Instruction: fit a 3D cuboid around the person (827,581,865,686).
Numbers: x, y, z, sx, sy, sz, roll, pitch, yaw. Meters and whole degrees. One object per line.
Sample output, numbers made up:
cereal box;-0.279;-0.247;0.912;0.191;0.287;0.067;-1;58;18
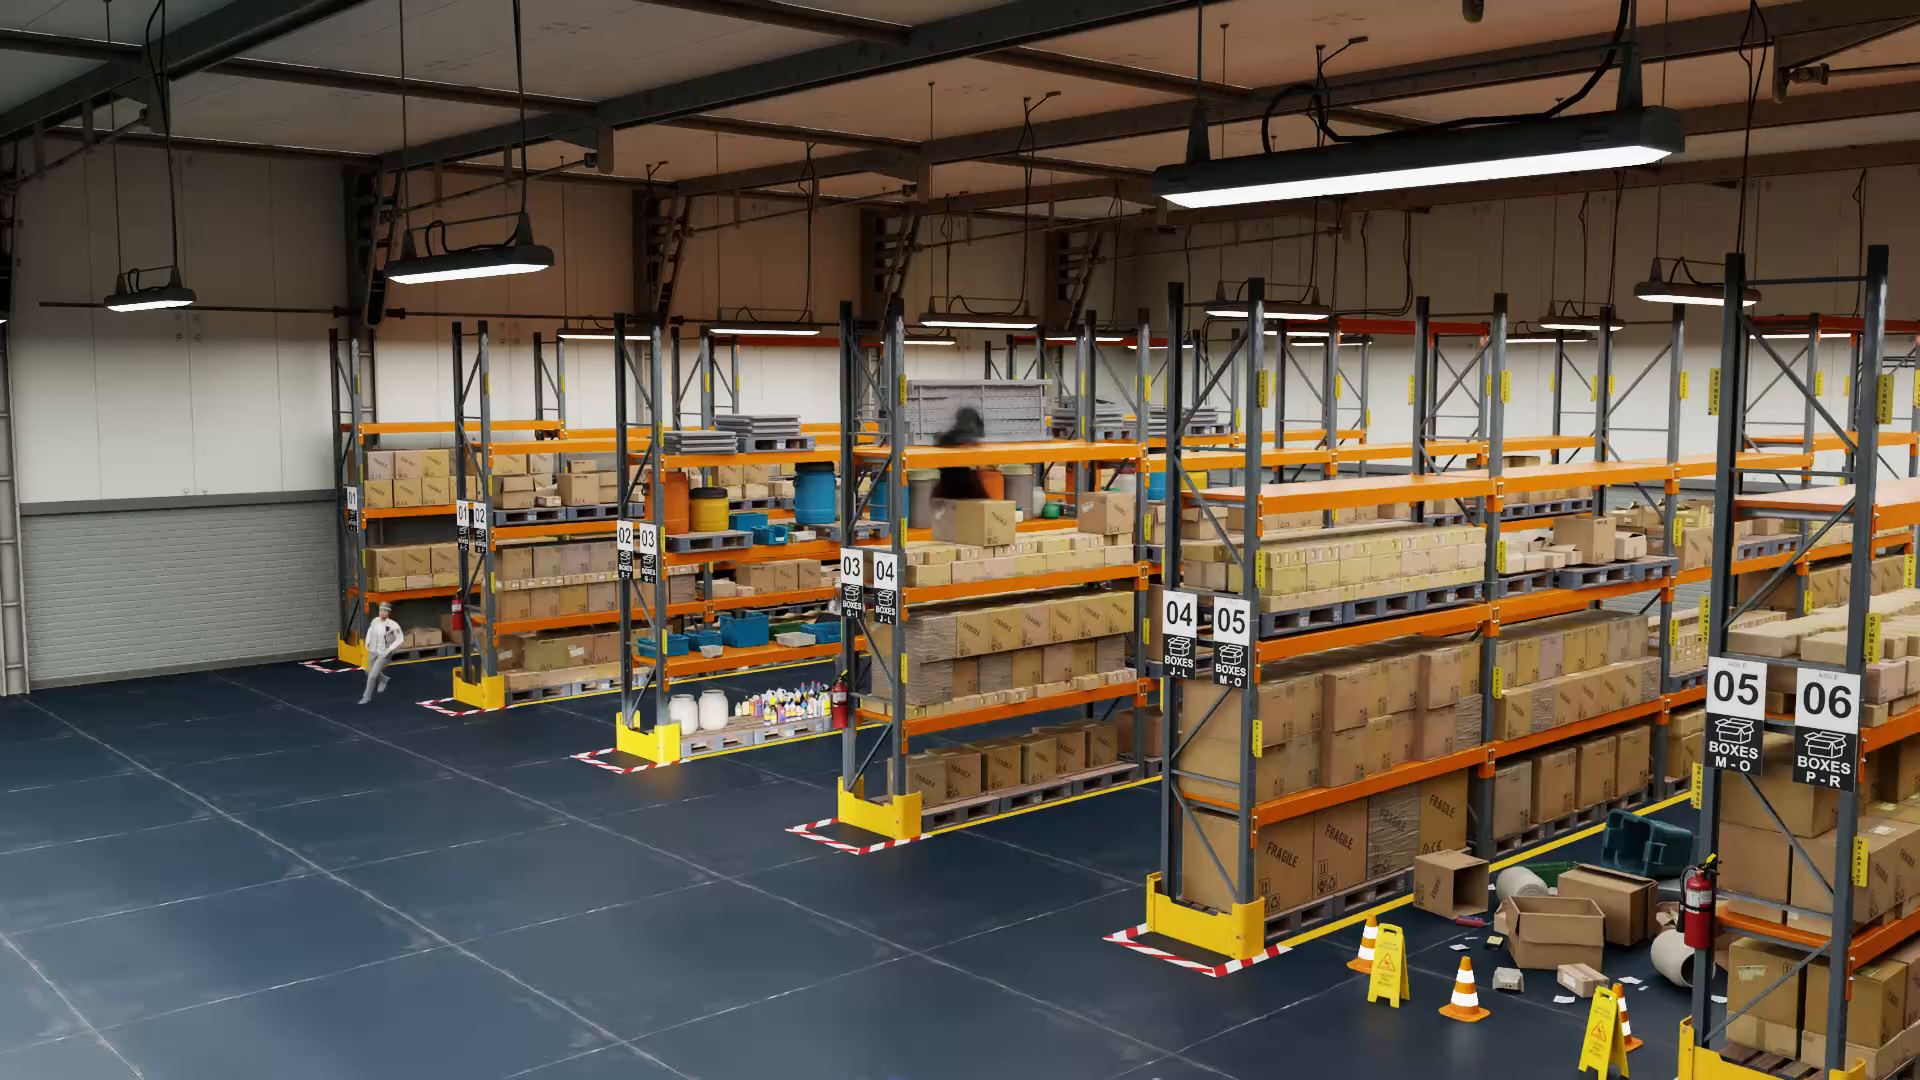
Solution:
person;-1.932;1.580;27.405;0.643;1.836;0.801;5;7;41

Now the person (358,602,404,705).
person;-9.111;1.767;26.368;0.650;1.620;0.721;1;6;14
